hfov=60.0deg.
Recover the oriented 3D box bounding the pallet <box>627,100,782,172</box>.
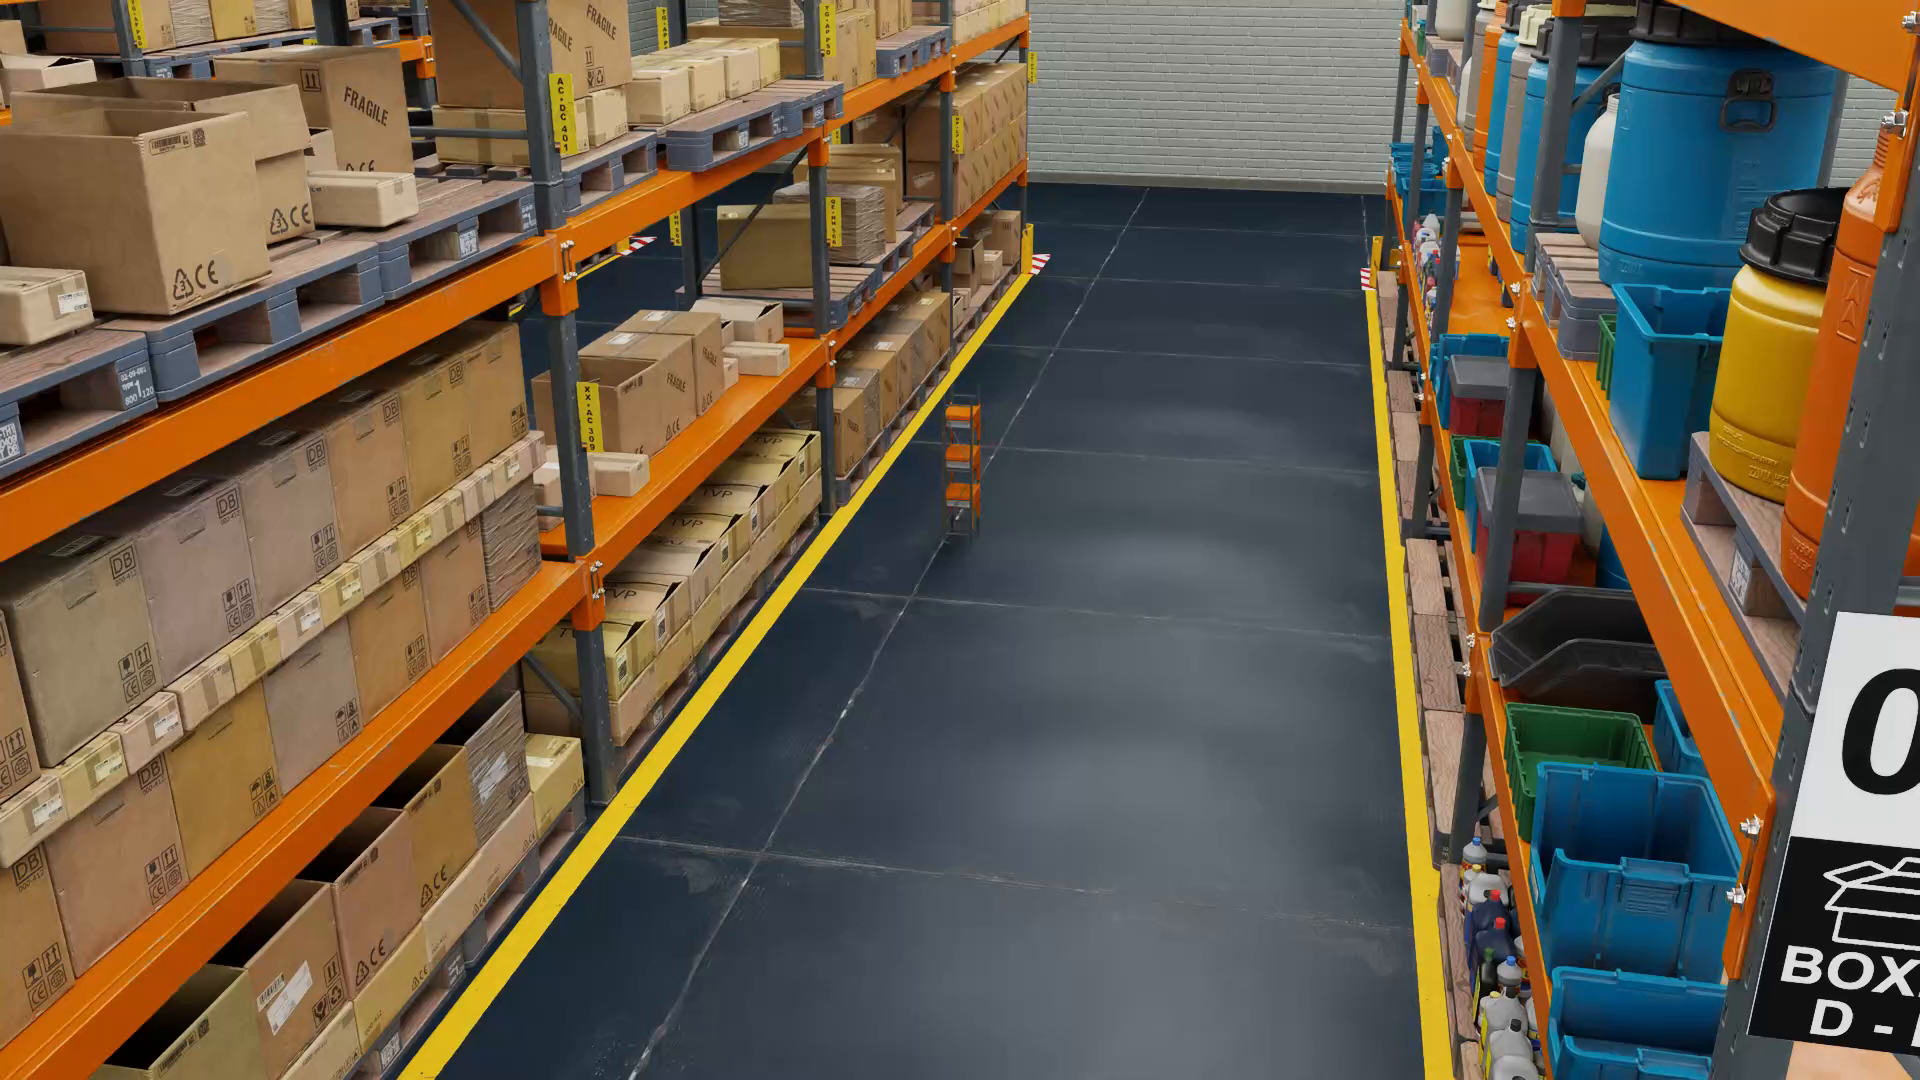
[{"bbox_3d":[-1.657,-2.252,9.168,1.003,0.211,1.213,6,23,13],"label":"pallet"}]

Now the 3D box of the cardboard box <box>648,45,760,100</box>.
[{"bbox_3d":[-1.507,-2.766,9.829,0.500,0.250,0.500,5,22,12],"label":"cardboard box"}]

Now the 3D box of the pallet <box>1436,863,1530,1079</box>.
[{"bbox_3d":[2.474,1.765,6.688,1.003,0.211,1.213,4,22,11],"label":"pallet"}]

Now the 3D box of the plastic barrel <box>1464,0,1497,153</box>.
[{"bbox_3d":[3.088,-2.574,9.042,0.600,0.901,0.600,0,22,0],"label":"plastic barrel"}]

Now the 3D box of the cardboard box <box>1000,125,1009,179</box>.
[{"bbox_3d":[0.217,-4.028,17.206,0.500,0.500,0.500,5,22,11],"label":"cardboard box"}]

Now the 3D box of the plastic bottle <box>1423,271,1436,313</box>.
[{"bbox_3d":[3.366,-1.778,11.909,0.061,0.283,0.133,4,22,11],"label":"plastic bottle"}]

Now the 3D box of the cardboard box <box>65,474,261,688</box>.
[{"bbox_3d":[-2.690,0.099,5.222,0.700,0.500,0.500,5,22,11],"label":"cardboard box"}]

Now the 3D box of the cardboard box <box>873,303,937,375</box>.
[{"bbox_3d":[-0.494,-1.737,14.409,0.500,0.500,0.500,5,22,11],"label":"cardboard box"}]

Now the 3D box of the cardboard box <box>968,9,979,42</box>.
[{"bbox_3d":[-0.117,-4.739,15.290,0.500,0.250,0.500,4,22,11],"label":"cardboard box"}]

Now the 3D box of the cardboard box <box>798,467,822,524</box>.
[{"bbox_3d":[-1.249,-0.321,11.253,0.500,0.250,0.500,5,22,12],"label":"cardboard box"}]

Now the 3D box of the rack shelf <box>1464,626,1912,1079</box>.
[{"bbox_3d":[2.243,1.295,5.087,1.077,0.370,4.000,4,22,11],"label":"rack shelf"}]

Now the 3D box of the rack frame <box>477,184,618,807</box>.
[{"bbox_3d":[-2.197,-0.149,7.710,1.000,3.000,0.127,4,22,11],"label":"rack frame"}]

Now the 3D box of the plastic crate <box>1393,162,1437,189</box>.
[{"bbox_3d":[4.459,-3.563,16.328,0.416,0.233,0.300,4,22,11],"label":"plastic crate"}]

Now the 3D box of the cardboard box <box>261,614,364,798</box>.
[{"bbox_3d":[-2.592,0.531,5.886,0.700,0.500,0.500,5,23,13],"label":"cardboard box"}]

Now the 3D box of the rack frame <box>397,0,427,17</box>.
[{"bbox_3d":[-5.415,-6.234,14.788,1.000,3.000,0.127,4,22,11],"label":"rack frame"}]

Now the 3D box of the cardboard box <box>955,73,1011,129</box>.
[{"bbox_3d":[0.227,-4.490,17.014,0.500,0.500,0.500,5,22,12],"label":"cardboard box"}]

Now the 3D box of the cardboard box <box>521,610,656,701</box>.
[{"bbox_3d":[-1.869,0.539,8.368,0.500,0.311,0.500,5,22,11],"label":"cardboard box"}]

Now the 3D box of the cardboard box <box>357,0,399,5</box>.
[{"bbox_3d":[-5.505,-5.283,15.945,0.500,0.250,0.500,5,22,11],"label":"cardboard box"}]

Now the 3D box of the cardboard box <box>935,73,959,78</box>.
[{"bbox_3d":[-0.303,-4.532,17.118,0.500,0.500,0.500,5,22,12],"label":"cardboard box"}]

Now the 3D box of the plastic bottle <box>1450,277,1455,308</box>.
[{"bbox_3d":[3.545,-1.834,12.049,0.061,0.283,0.133,4,22,11],"label":"plastic bottle"}]

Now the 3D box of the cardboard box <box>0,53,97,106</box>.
[{"bbox_3d":[-6.113,-3.064,11.024,0.500,0.311,0.500,4,22,11],"label":"cardboard box"}]

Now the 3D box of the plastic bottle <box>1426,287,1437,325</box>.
[{"bbox_3d":[3.301,-1.622,11.537,0.097,0.271,0.097,0,22,0],"label":"plastic bottle"}]

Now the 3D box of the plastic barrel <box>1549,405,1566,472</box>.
[{"bbox_3d":[3.299,-0.593,8.630,0.433,0.535,0.433,0,22,0],"label":"plastic barrel"}]

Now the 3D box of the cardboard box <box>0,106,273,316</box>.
[{"bbox_3d":[-2.407,-0.971,4.850,0.500,0.500,0.500,4,22,11],"label":"cardboard box"}]

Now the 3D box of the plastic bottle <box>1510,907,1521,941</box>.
[{"bbox_3d":[2.222,1.529,6.500,0.144,0.351,0.185,4,22,11],"label":"plastic bottle"}]

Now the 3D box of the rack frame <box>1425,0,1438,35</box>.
[{"bbox_3d":[4.284,-5.479,12.912,1.000,3.000,0.127,4,22,11],"label":"rack frame"}]

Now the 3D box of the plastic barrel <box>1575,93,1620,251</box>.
[{"bbox_3d":[2.371,-1.266,5.755,0.421,0.512,0.421,0,22,0],"label":"plastic barrel"}]

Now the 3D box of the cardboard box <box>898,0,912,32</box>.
[{"bbox_3d":[-0.739,-4.576,13.855,0.600,0.600,0.600,2,22,6],"label":"cardboard box"}]

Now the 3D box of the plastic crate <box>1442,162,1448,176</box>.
[{"bbox_3d":[5.111,-3.753,16.929,0.396,0.136,0.243,4,22,11],"label":"plastic crate"}]

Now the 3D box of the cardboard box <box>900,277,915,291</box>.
[{"bbox_3d":[-0.726,-2.350,15.930,0.500,0.500,0.500,4,22,11],"label":"cardboard box"}]

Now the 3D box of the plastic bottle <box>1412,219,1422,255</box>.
[{"bbox_3d":[3.764,-2.492,13.682,0.061,0.283,0.133,4,22,11],"label":"plastic bottle"}]

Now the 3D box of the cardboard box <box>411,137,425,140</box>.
[{"bbox_3d":[-5.262,-3.457,15.364,0.500,0.500,0.500,4,22,10],"label":"cardboard box"}]

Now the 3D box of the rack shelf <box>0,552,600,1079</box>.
[{"bbox_3d":[-2.605,0.916,6.028,1.077,0.370,4.000,4,22,11],"label":"rack shelf"}]

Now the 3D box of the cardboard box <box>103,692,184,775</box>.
[{"bbox_3d":[-2.565,0.559,4.948,0.380,0.149,0.250,4,22,10],"label":"cardboard box"}]

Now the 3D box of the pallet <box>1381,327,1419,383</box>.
[{"bbox_3d":[4.396,-1.675,15.229,1.003,0.211,1.213,4,22,11],"label":"pallet"}]

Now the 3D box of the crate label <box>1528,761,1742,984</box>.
[{"bbox_3d":[1.946,0.982,4.852,0.502,0.435,0.616,4,22,11],"label":"crate label"}]

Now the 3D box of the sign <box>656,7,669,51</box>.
[{"bbox_3d":[-1.911,-3.286,10.789,0.100,0.325,0.005,4,22,11],"label":"sign"}]

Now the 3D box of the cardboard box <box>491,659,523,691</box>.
[{"bbox_3d":[-2.395,0.501,8.462,0.500,0.311,0.500,4,22,11],"label":"cardboard box"}]

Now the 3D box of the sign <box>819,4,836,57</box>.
[{"bbox_3d":[-0.839,-3.235,10.558,0.100,0.325,0.005,4,22,11],"label":"sign"}]

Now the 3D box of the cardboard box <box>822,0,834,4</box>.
[{"bbox_3d":[-1.181,-3.860,11.434,0.500,0.500,0.500,4,22,11],"label":"cardboard box"}]

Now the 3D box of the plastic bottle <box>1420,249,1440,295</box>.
[{"bbox_3d":[3.504,-1.980,12.322,0.144,0.351,0.185,4,22,11],"label":"plastic bottle"}]

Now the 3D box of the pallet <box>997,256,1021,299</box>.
[{"bbox_3d":[0.075,-2.925,18.334,1.003,0.211,1.213,4,22,11],"label":"pallet"}]

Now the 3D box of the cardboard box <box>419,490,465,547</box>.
[{"bbox_3d":[-2.199,-0.099,6.581,0.380,0.149,0.250,4,22,11],"label":"cardboard box"}]

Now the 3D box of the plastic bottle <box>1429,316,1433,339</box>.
[{"bbox_3d":[3.221,-1.447,11.197,0.097,0.201,0.097,0,22,0],"label":"plastic bottle"}]

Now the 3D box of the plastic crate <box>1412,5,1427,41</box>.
[{"bbox_3d":[4.346,-4.709,15.173,0.437,0.282,0.530,4,22,11],"label":"plastic crate"}]

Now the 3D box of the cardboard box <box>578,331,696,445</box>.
[{"bbox_3d":[-1.814,-0.851,9.318,0.500,0.500,0.500,4,22,11],"label":"cardboard box"}]

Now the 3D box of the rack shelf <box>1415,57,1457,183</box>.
[{"bbox_3d":[3.876,-3.023,11.791,1.077,0.370,4.000,4,22,11],"label":"rack shelf"}]

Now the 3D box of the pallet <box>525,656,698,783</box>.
[{"bbox_3d":[-2.085,0.872,8.907,1.003,0.211,1.213,4,22,11],"label":"pallet"}]

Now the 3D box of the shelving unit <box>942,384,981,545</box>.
[{"bbox_3d":[0.011,-0.507,11.206,0.215,1.050,0.252,4,22,11],"label":"shelving unit"}]

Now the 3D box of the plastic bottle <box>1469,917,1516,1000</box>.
[{"bbox_3d":[2.042,1.587,6.355,0.144,0.351,0.185,4,22,9],"label":"plastic bottle"}]

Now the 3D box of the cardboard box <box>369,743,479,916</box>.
[{"bbox_3d":[-2.289,1.135,6.636,0.500,0.500,0.500,4,22,11],"label":"cardboard box"}]

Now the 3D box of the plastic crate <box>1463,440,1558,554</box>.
[{"bbox_3d":[2.572,-0.190,7.832,0.392,0.384,0.575,4,22,11],"label":"plastic crate"}]

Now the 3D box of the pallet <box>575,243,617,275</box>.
[{"bbox_3d":[-4.685,-3.322,19.321,1.003,0.211,1.213,4,22,11],"label":"pallet"}]

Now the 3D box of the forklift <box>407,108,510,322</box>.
[{"bbox_3d":[-3.464,-1.364,10.817,1.130,2.935,3.031,-4,22,-10],"label":"forklift"}]
